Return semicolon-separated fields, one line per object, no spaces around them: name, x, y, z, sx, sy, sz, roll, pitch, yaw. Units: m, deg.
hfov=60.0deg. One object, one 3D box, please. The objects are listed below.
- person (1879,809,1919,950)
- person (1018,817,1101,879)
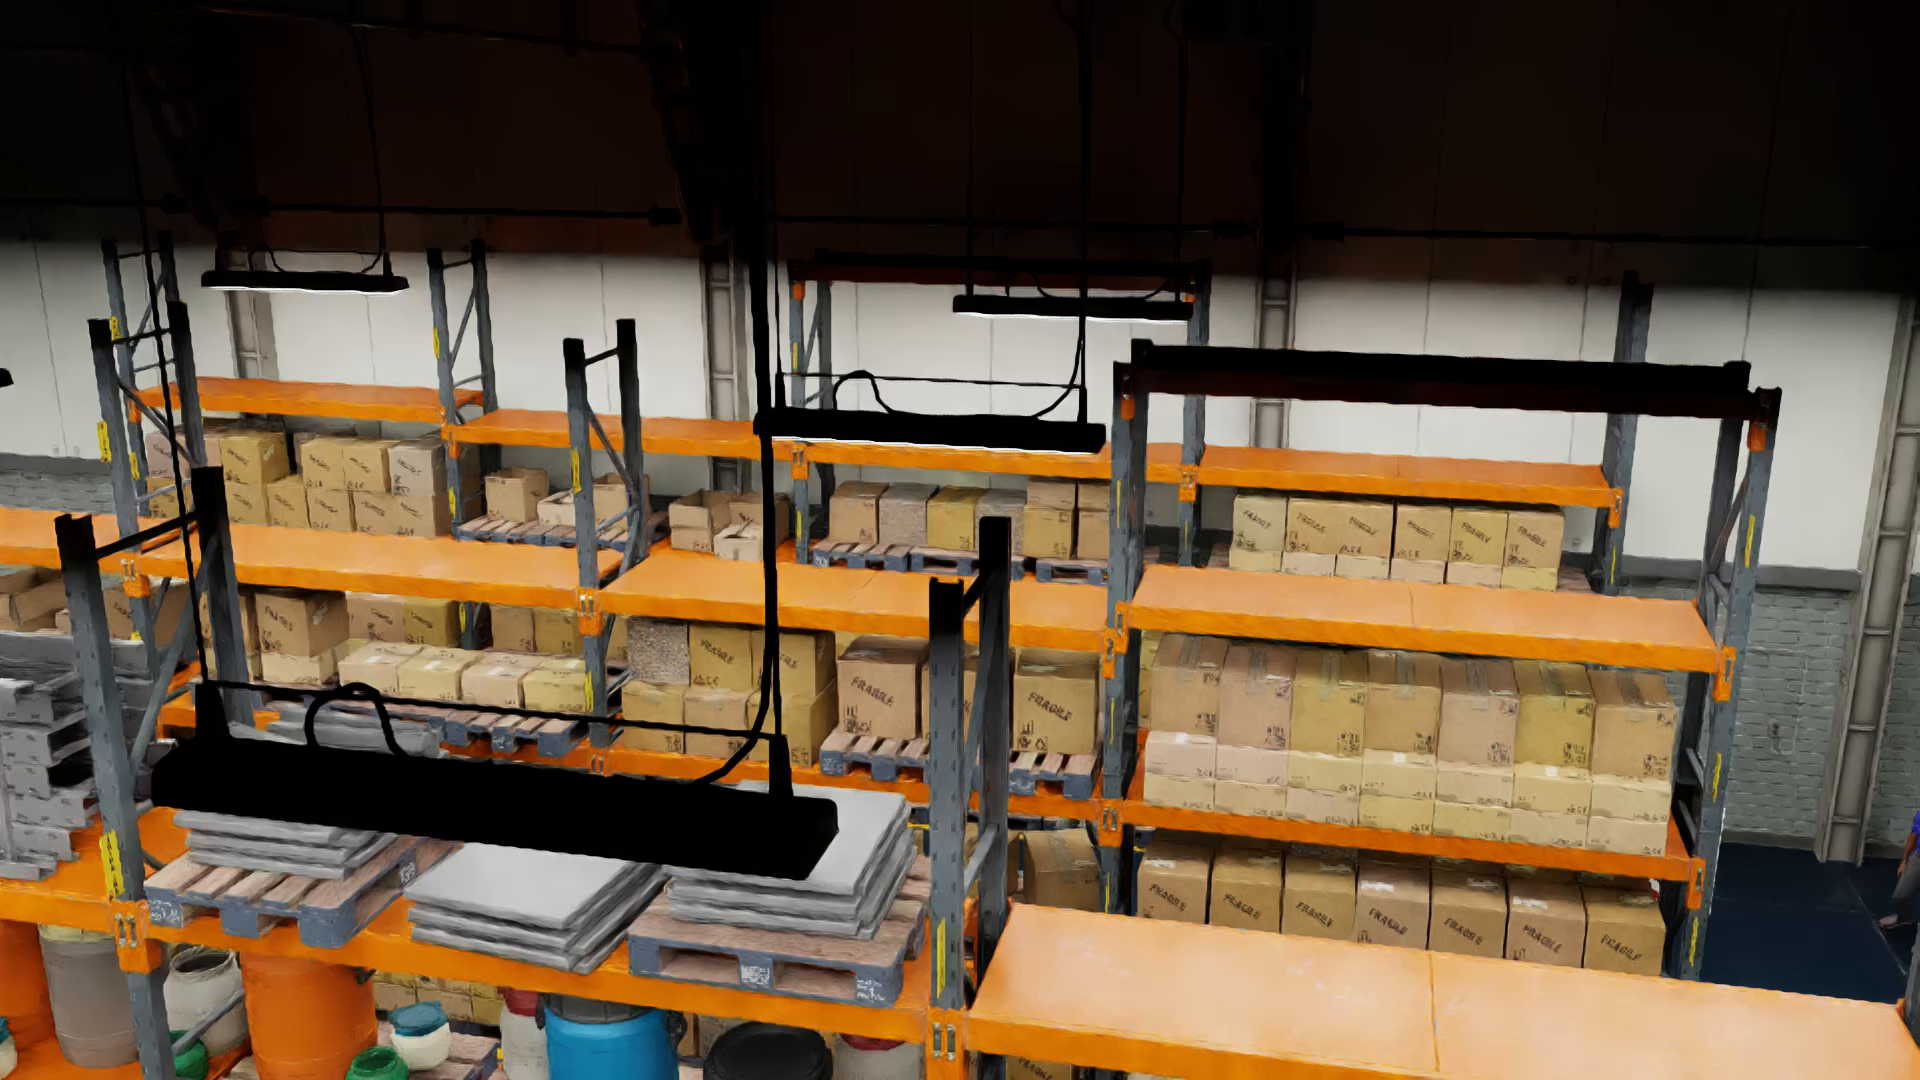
person;8.857;2.969;15.247;0.627;1.651;0.441;15;22;42
person;1.121;2.644;16.432;1.086;1.589;0.495;4;17;15
